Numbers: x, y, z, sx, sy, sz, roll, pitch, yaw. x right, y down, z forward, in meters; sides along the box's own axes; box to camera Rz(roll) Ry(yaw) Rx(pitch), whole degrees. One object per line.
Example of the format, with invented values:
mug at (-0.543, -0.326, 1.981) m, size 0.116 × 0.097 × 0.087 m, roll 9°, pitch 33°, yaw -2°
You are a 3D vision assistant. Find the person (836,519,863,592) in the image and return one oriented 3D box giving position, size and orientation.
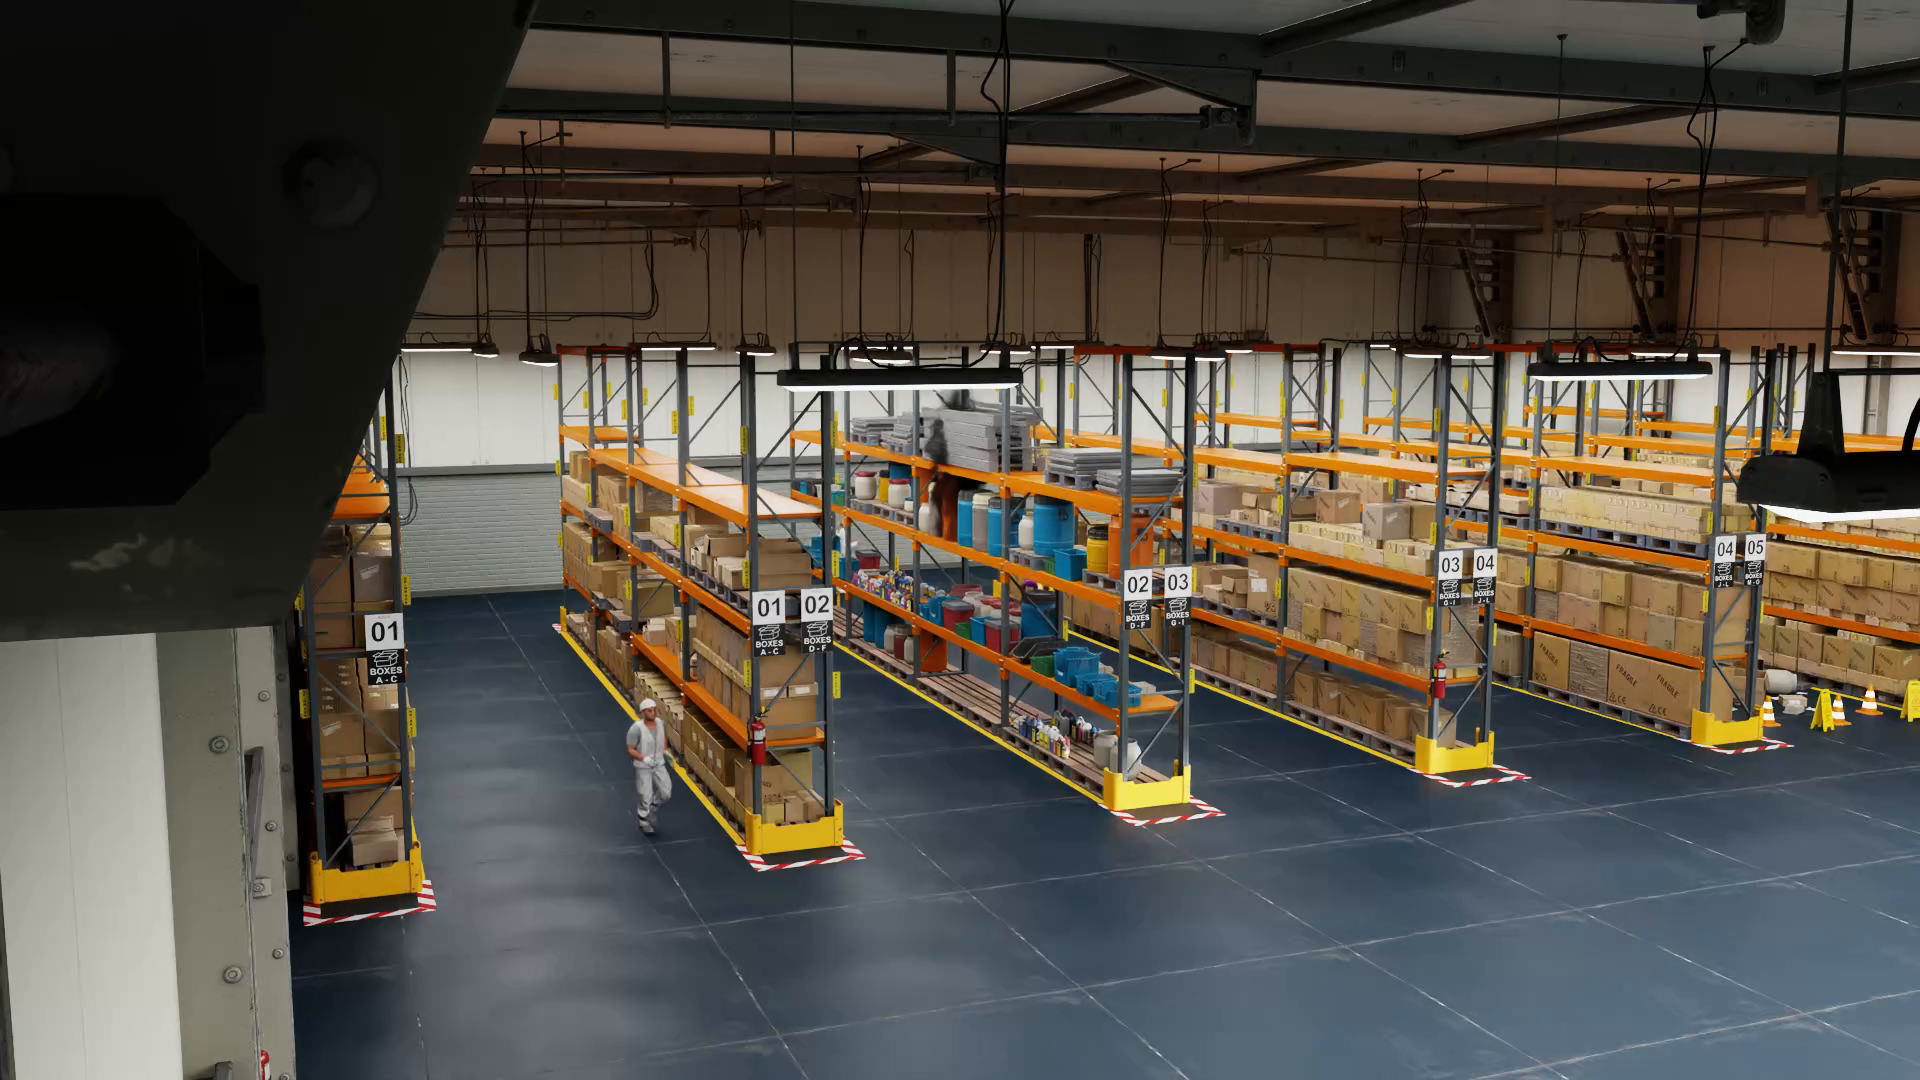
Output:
person at (-2.708, 0.405, 39.819) m, size 0.769 × 1.830 × 0.685 m, roll -1°, pitch 7°, yaw -6°

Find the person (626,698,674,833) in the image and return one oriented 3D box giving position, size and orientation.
person at (-3.835, 2.832, 20.783) m, size 0.661 × 1.734 × 0.642 m, roll -6°, pitch 9°, yaw -39°

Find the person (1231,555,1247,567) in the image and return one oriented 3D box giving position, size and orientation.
person at (6.916, 0.252, 41.286) m, size 0.823 × 1.733 × 0.656 m, roll 5°, pitch 9°, yaw 33°

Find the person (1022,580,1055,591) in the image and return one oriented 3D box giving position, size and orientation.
person at (1.604, 1.358, 32.459) m, size 0.685 × 1.718 × 0.919 m, roll -4°, pitch 8°, yaw -29°
